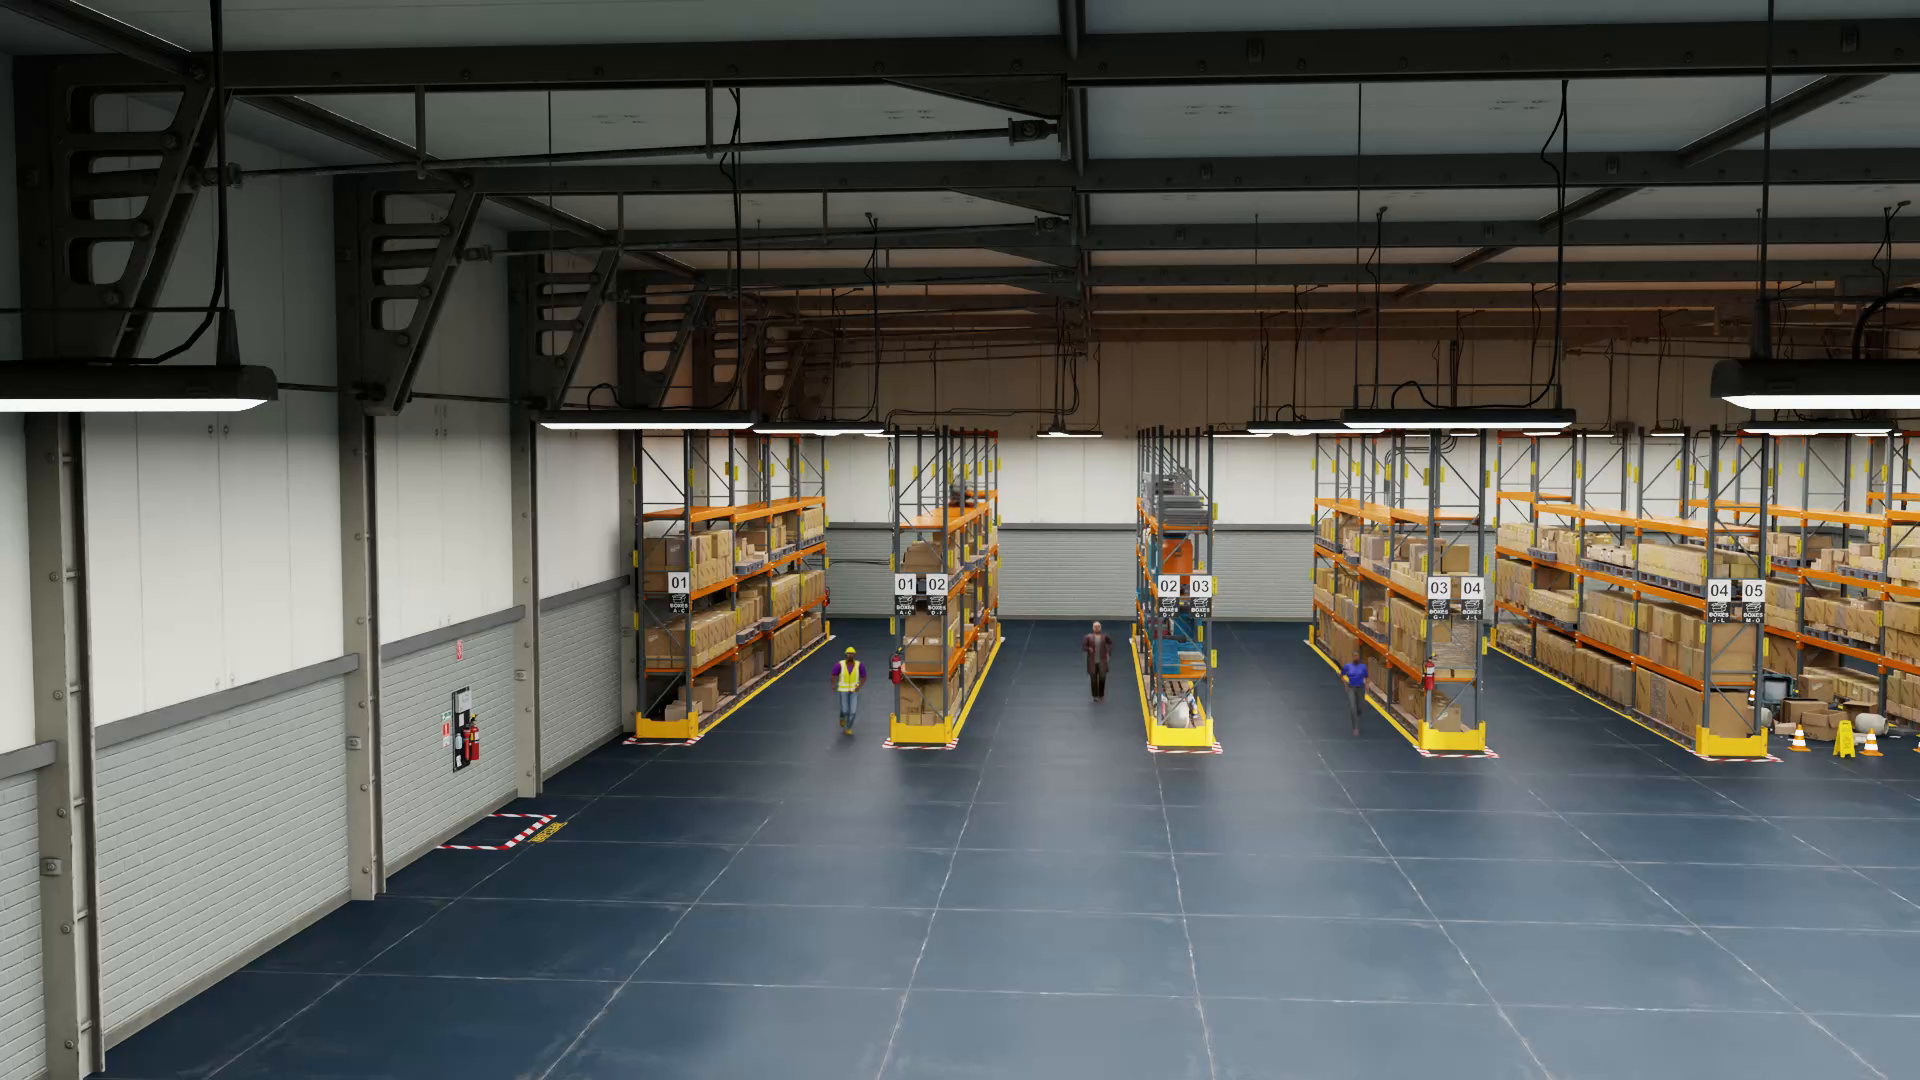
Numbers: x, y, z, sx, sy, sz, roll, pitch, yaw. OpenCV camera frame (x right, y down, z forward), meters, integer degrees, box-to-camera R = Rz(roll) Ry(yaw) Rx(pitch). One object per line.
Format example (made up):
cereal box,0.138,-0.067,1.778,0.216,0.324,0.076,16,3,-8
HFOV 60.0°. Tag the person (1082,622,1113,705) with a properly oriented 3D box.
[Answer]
person,2.980,2.678,36.025,0.687,1.805,0.733,0,3,4

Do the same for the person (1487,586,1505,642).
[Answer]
person,15.375,2.014,47.327,0.869,1.795,0.714,0,3,-5

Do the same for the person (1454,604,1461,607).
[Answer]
person,13.518,2.095,46.258,0.863,1.784,0.816,0,3,3

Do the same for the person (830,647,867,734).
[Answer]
person,-2.157,2.922,32.335,0.700,1.693,0.583,-1,3,-12

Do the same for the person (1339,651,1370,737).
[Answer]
person,7.706,3.026,32.460,0.577,1.537,0.738,0,3,4
